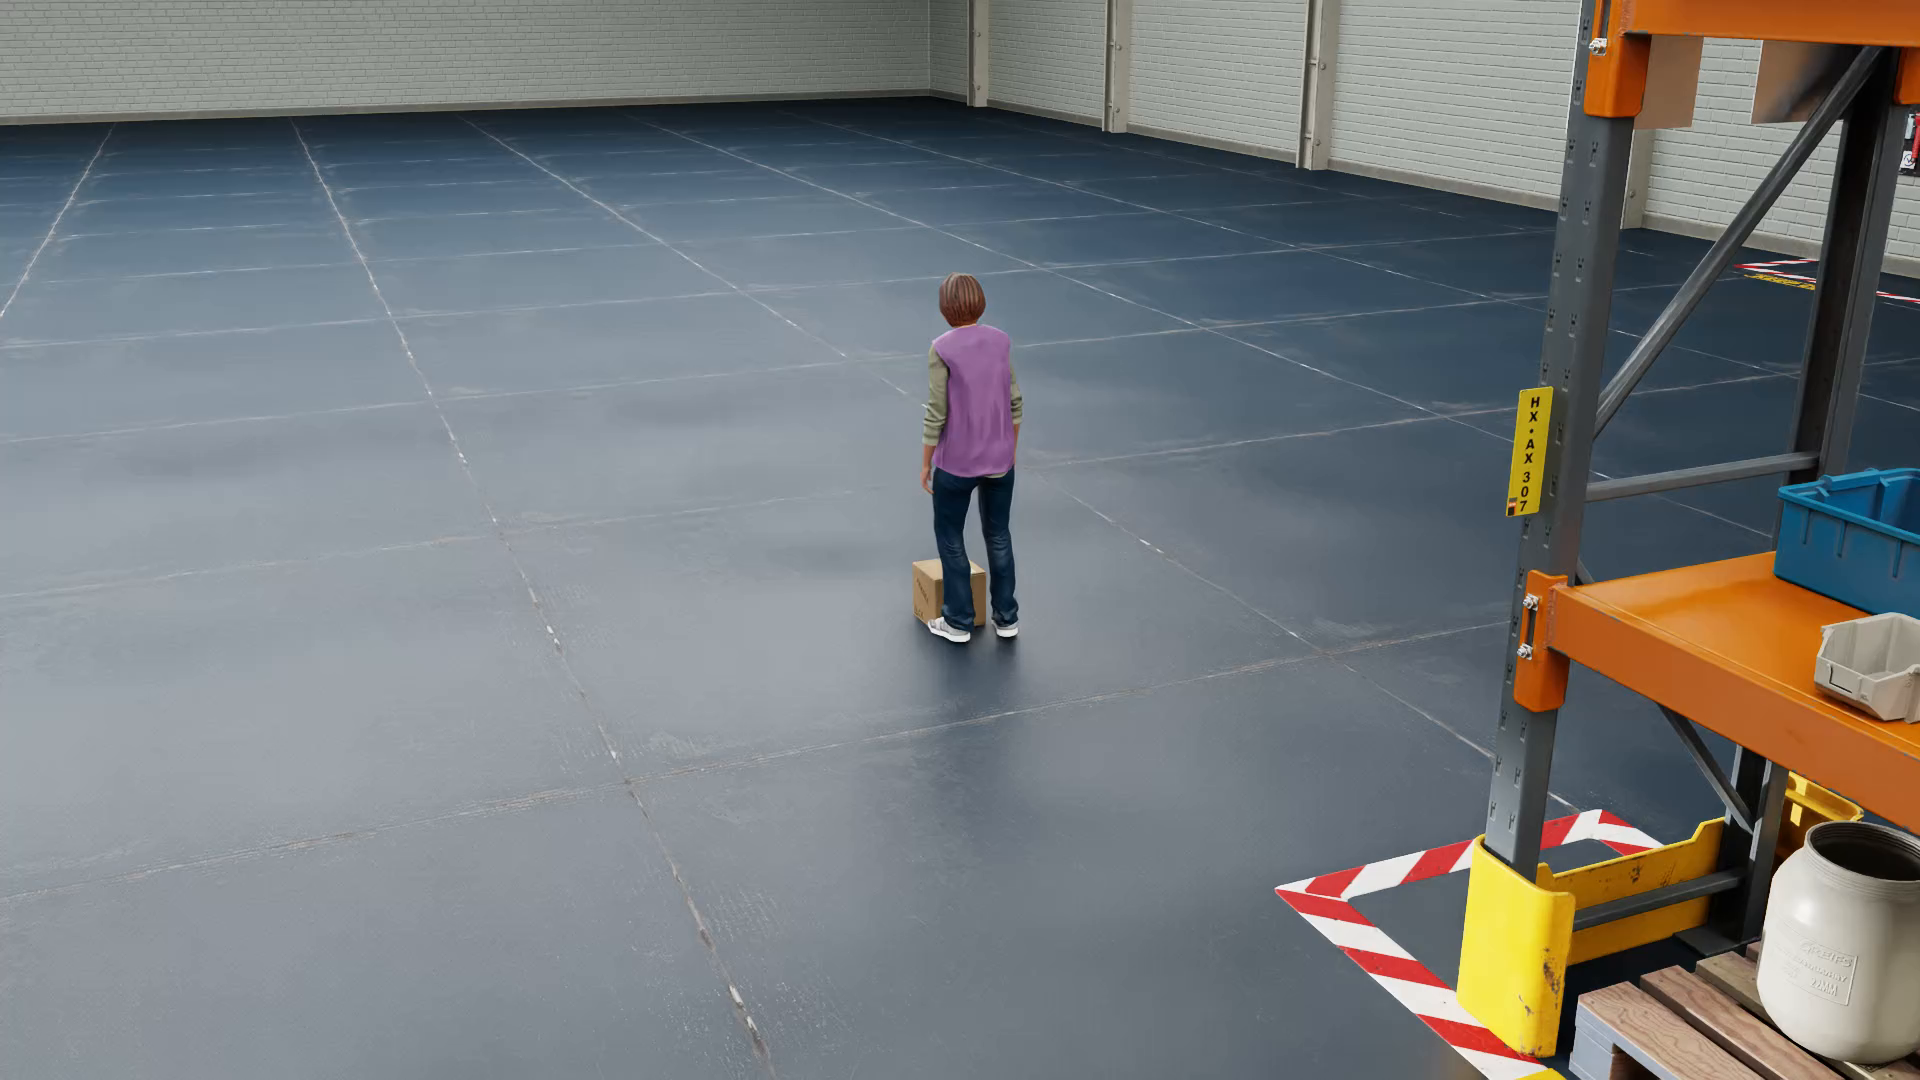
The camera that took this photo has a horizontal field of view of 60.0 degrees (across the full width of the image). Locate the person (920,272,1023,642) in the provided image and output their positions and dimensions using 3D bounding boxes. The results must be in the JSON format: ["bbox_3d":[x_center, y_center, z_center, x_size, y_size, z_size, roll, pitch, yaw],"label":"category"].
[{"bbox_3d":[0.046,-0.329,7.033,0.482,1.591,0.378,-9,21,-25],"label":"person"}]
